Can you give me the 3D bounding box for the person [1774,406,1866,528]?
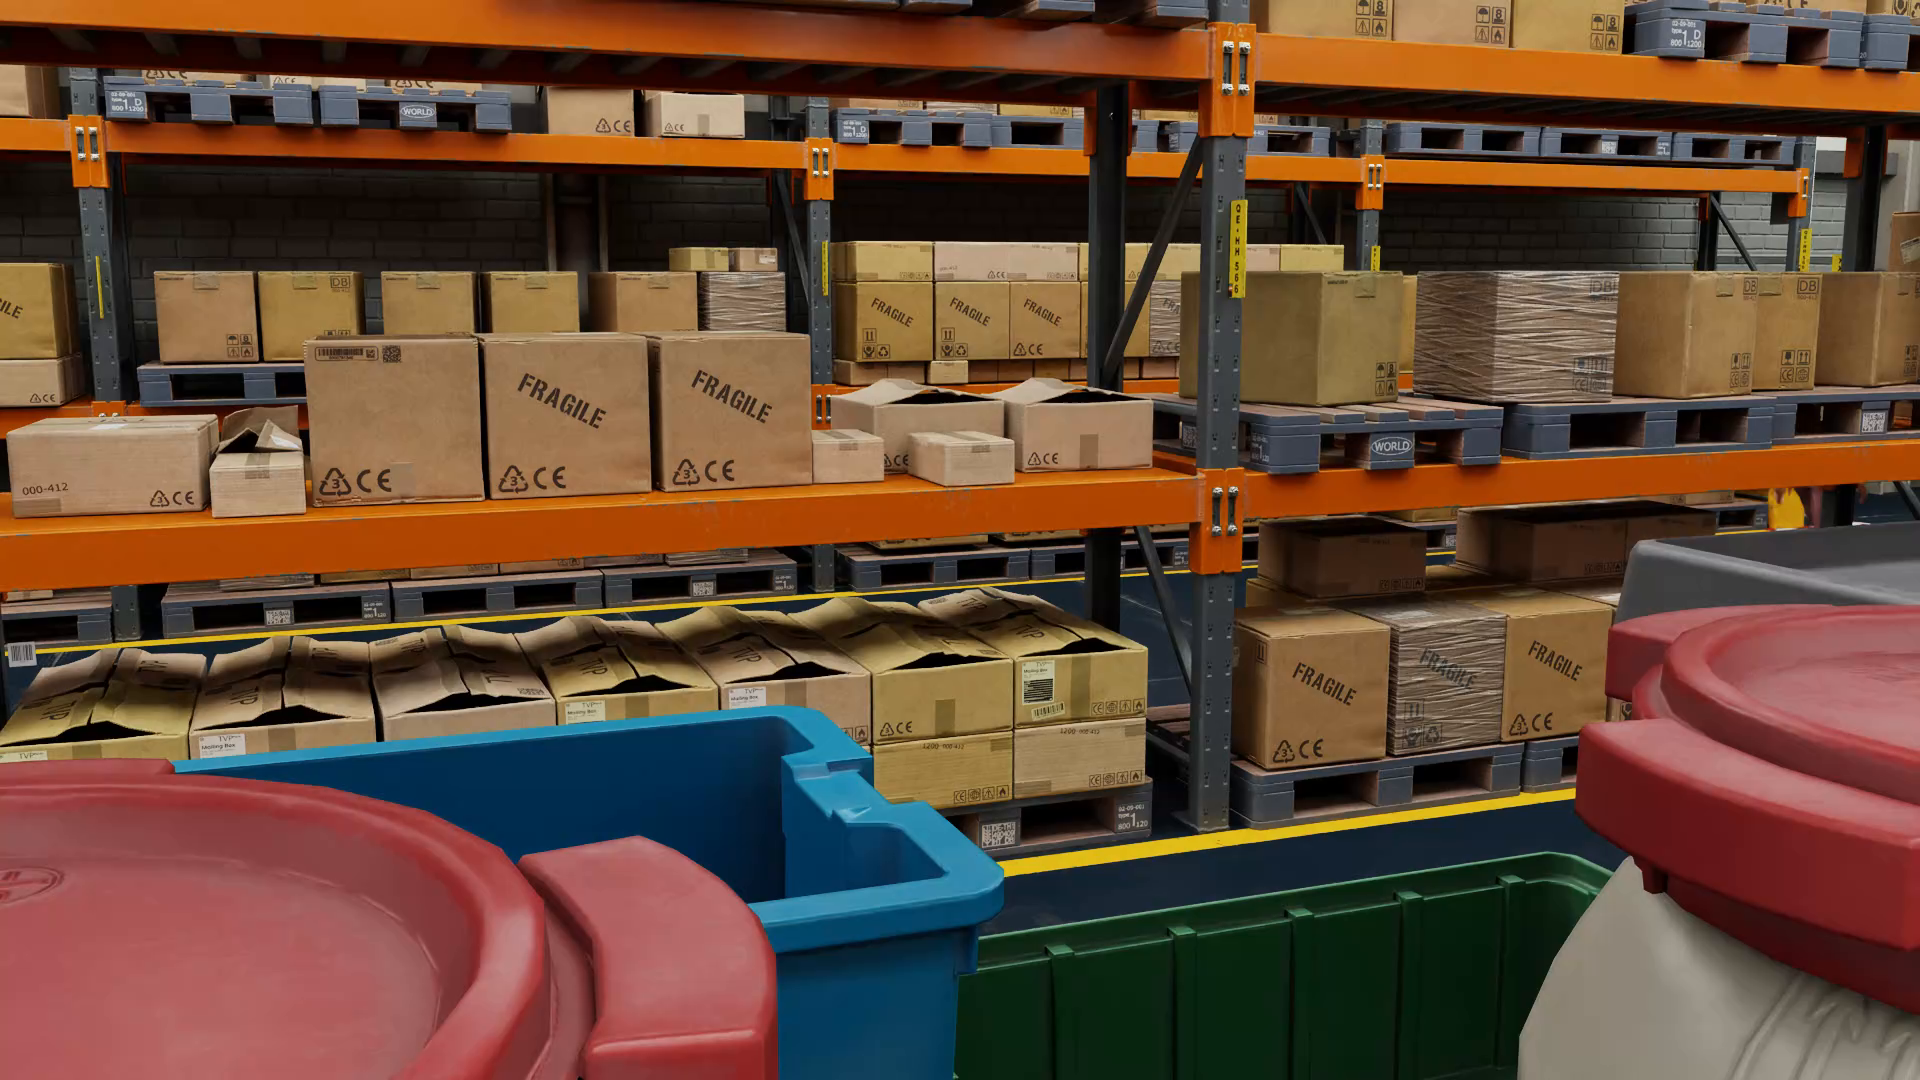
[{"bbox_3d":[4.942,-0.350,9.576,0.920,1.633,0.437,-3,9,-18],"label":"person"}]
